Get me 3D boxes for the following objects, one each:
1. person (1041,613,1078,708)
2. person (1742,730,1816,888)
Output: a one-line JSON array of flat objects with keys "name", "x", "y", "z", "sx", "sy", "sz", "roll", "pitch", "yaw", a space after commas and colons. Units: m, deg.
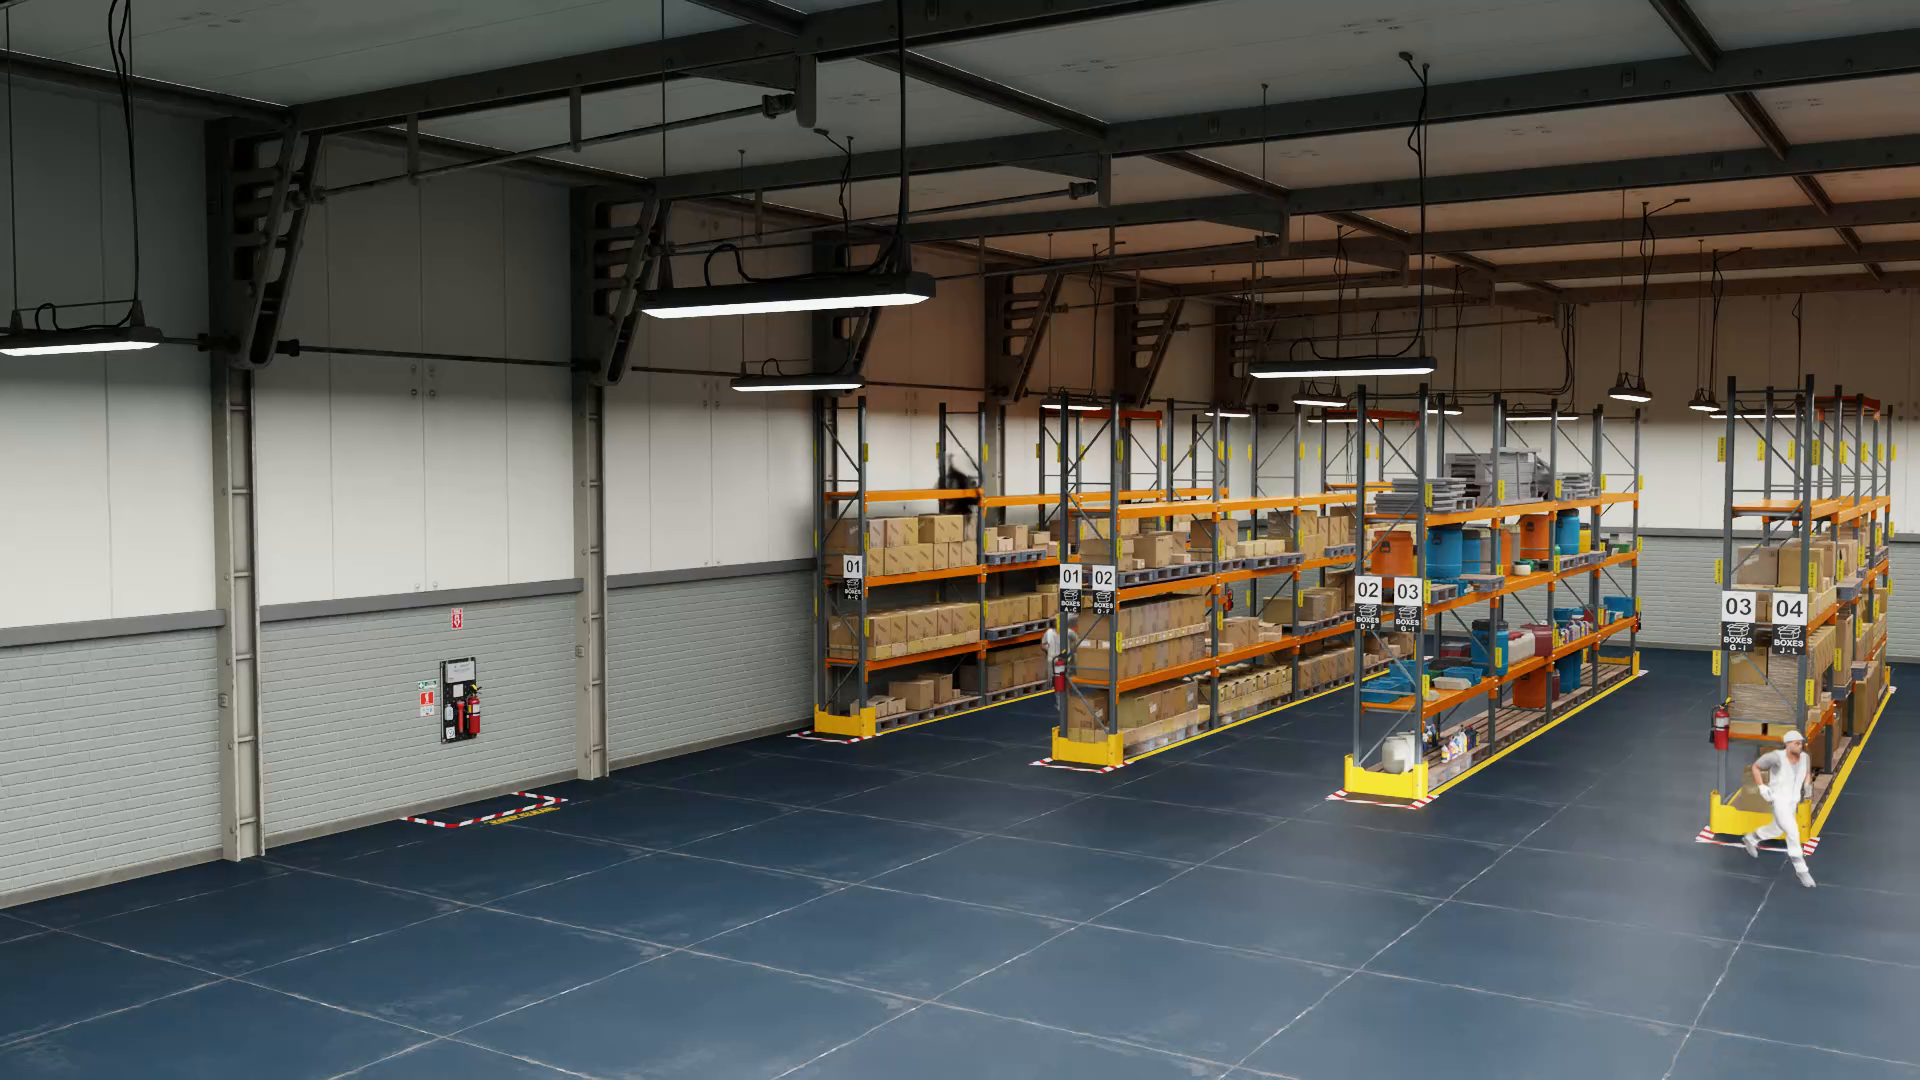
[{"name": "person", "x": 1.788, "y": 2.249, "z": 30.236, "sx": 0.667, "sy": 1.824, "sz": 0.739, "roll": 2, "pitch": 3, "yaw": 27}, {"name": "person", "x": 9.681, "y": 3.092, "z": 19.635, "sx": 0.660, "sy": 1.775, "sz": 1.139, "roll": -1, "pitch": 3, "yaw": -18}]
